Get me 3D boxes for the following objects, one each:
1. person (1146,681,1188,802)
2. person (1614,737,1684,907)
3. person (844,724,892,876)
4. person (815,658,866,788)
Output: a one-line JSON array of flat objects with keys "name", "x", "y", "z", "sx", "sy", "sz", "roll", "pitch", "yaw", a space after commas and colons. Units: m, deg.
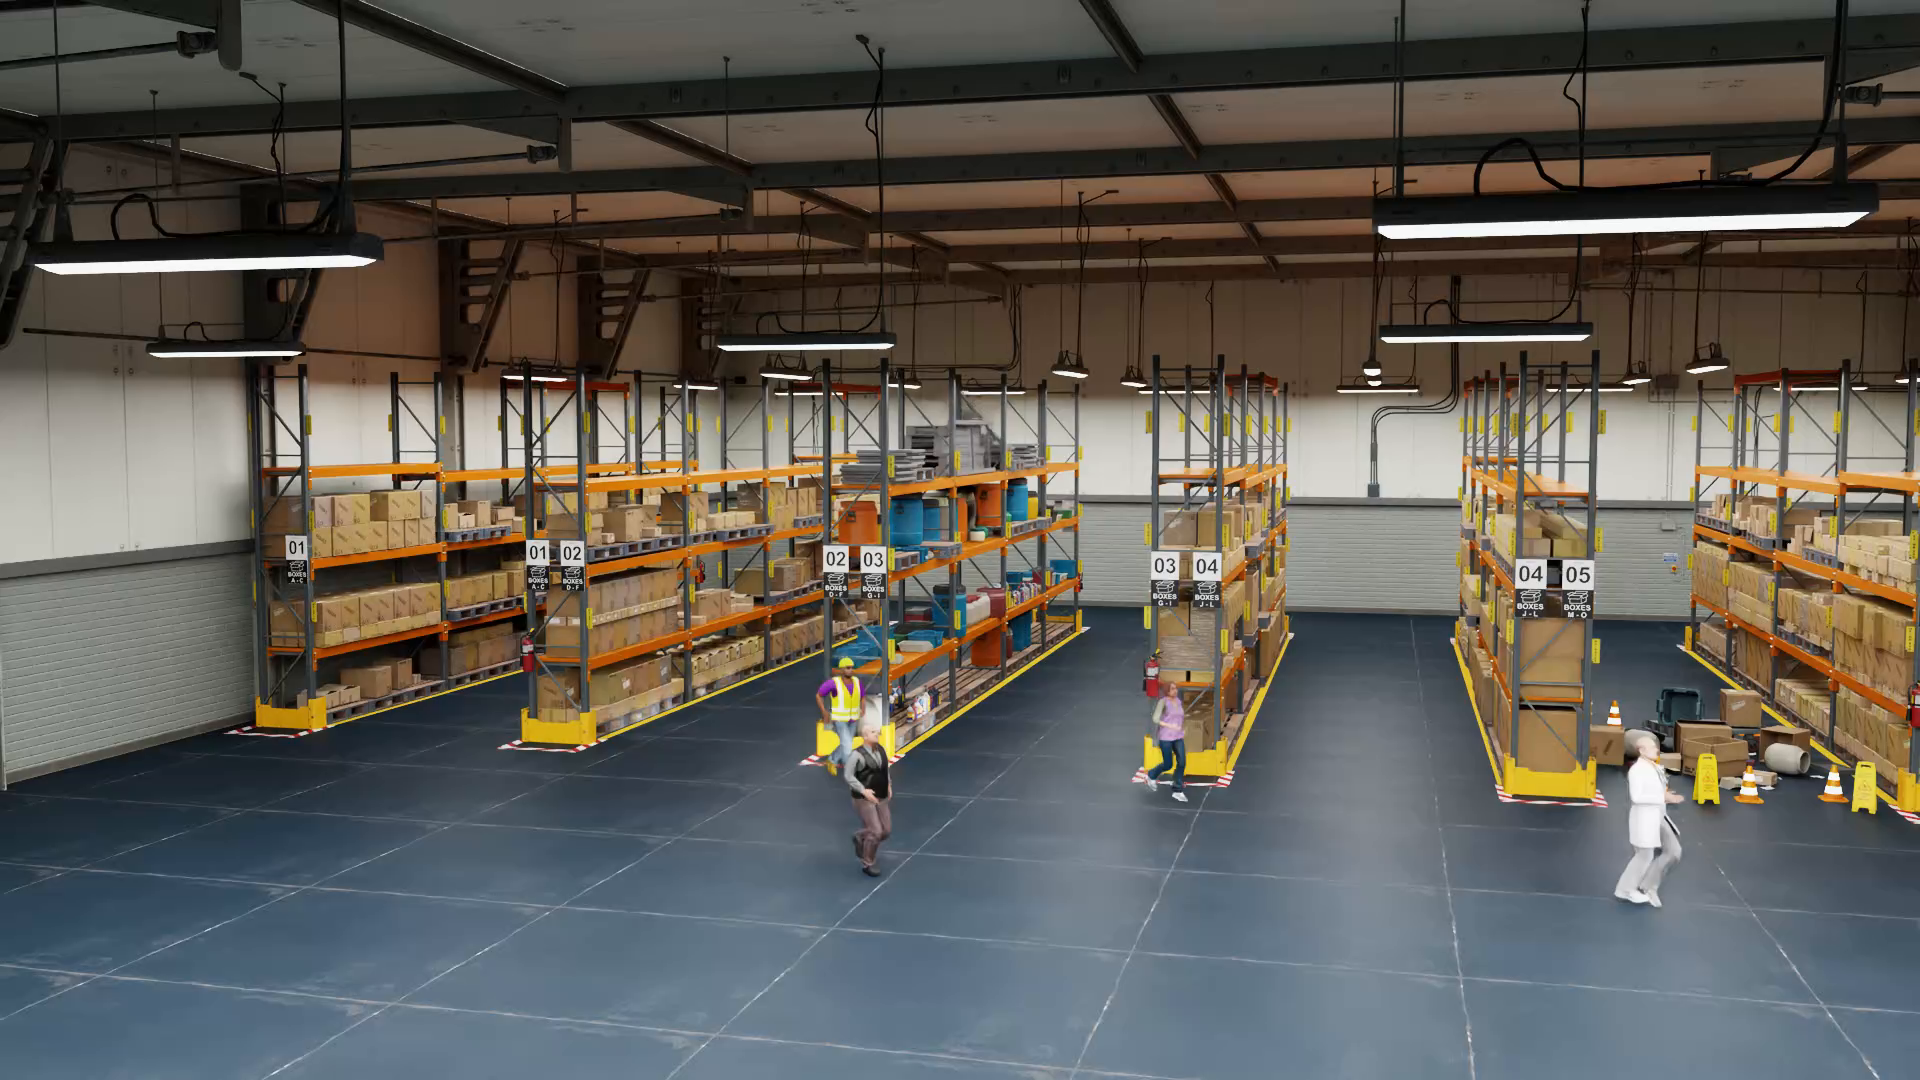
[{"name": "person", "x": 2.784, "y": 2.676, "z": 22.277, "sx": 0.537, "sy": 1.597, "sz": 0.711, "roll": -3, "pitch": 5, "yaw": -35}, {"name": "person", "x": 7.178, "y": 2.939, "z": 17.240, "sx": 0.684, "sy": 1.797, "sz": 0.724, "roll": -4, "pitch": 5, "yaw": -42}, {"name": "person", "x": -1.036, "y": 2.882, "z": 18.624, "sx": 0.588, "sy": 1.677, "sz": 0.690, "roll": 3, "pitch": 5, "yaw": 40}, {"name": "person", "x": -1.610, "y": 2.523, "z": 23.228, "sx": 0.718, "sy": 1.776, "sz": 0.929, "roll": -3, "pitch": 5, "yaw": -39}]
